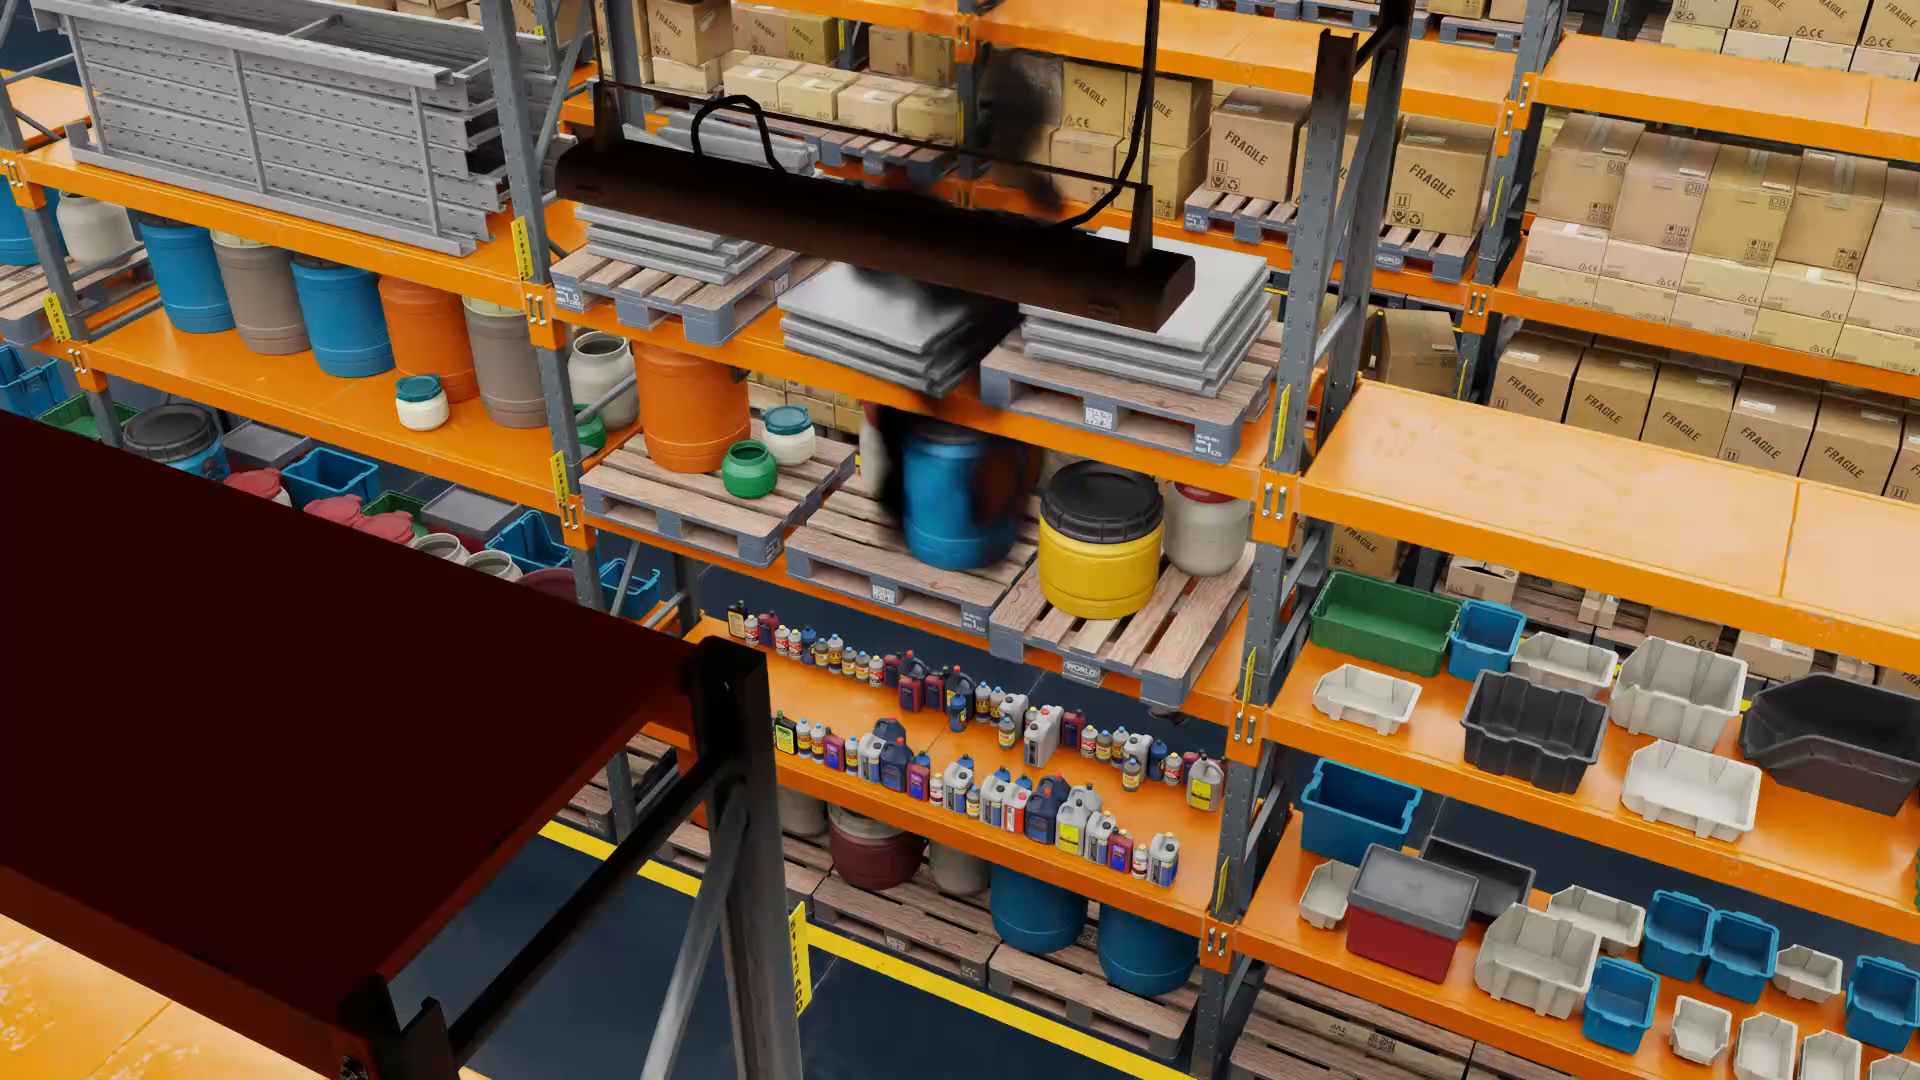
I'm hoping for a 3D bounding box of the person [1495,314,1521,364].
[{"bbox_3d":[4.908,-1.842,15.010,0.888,1.680,0.553,8,36,12],"label":"person"}]

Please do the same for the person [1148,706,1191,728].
[{"bbox_3d":[1.430,0.586,11.128,0.454,1.626,0.565,14,37,19],"label":"person"}]
